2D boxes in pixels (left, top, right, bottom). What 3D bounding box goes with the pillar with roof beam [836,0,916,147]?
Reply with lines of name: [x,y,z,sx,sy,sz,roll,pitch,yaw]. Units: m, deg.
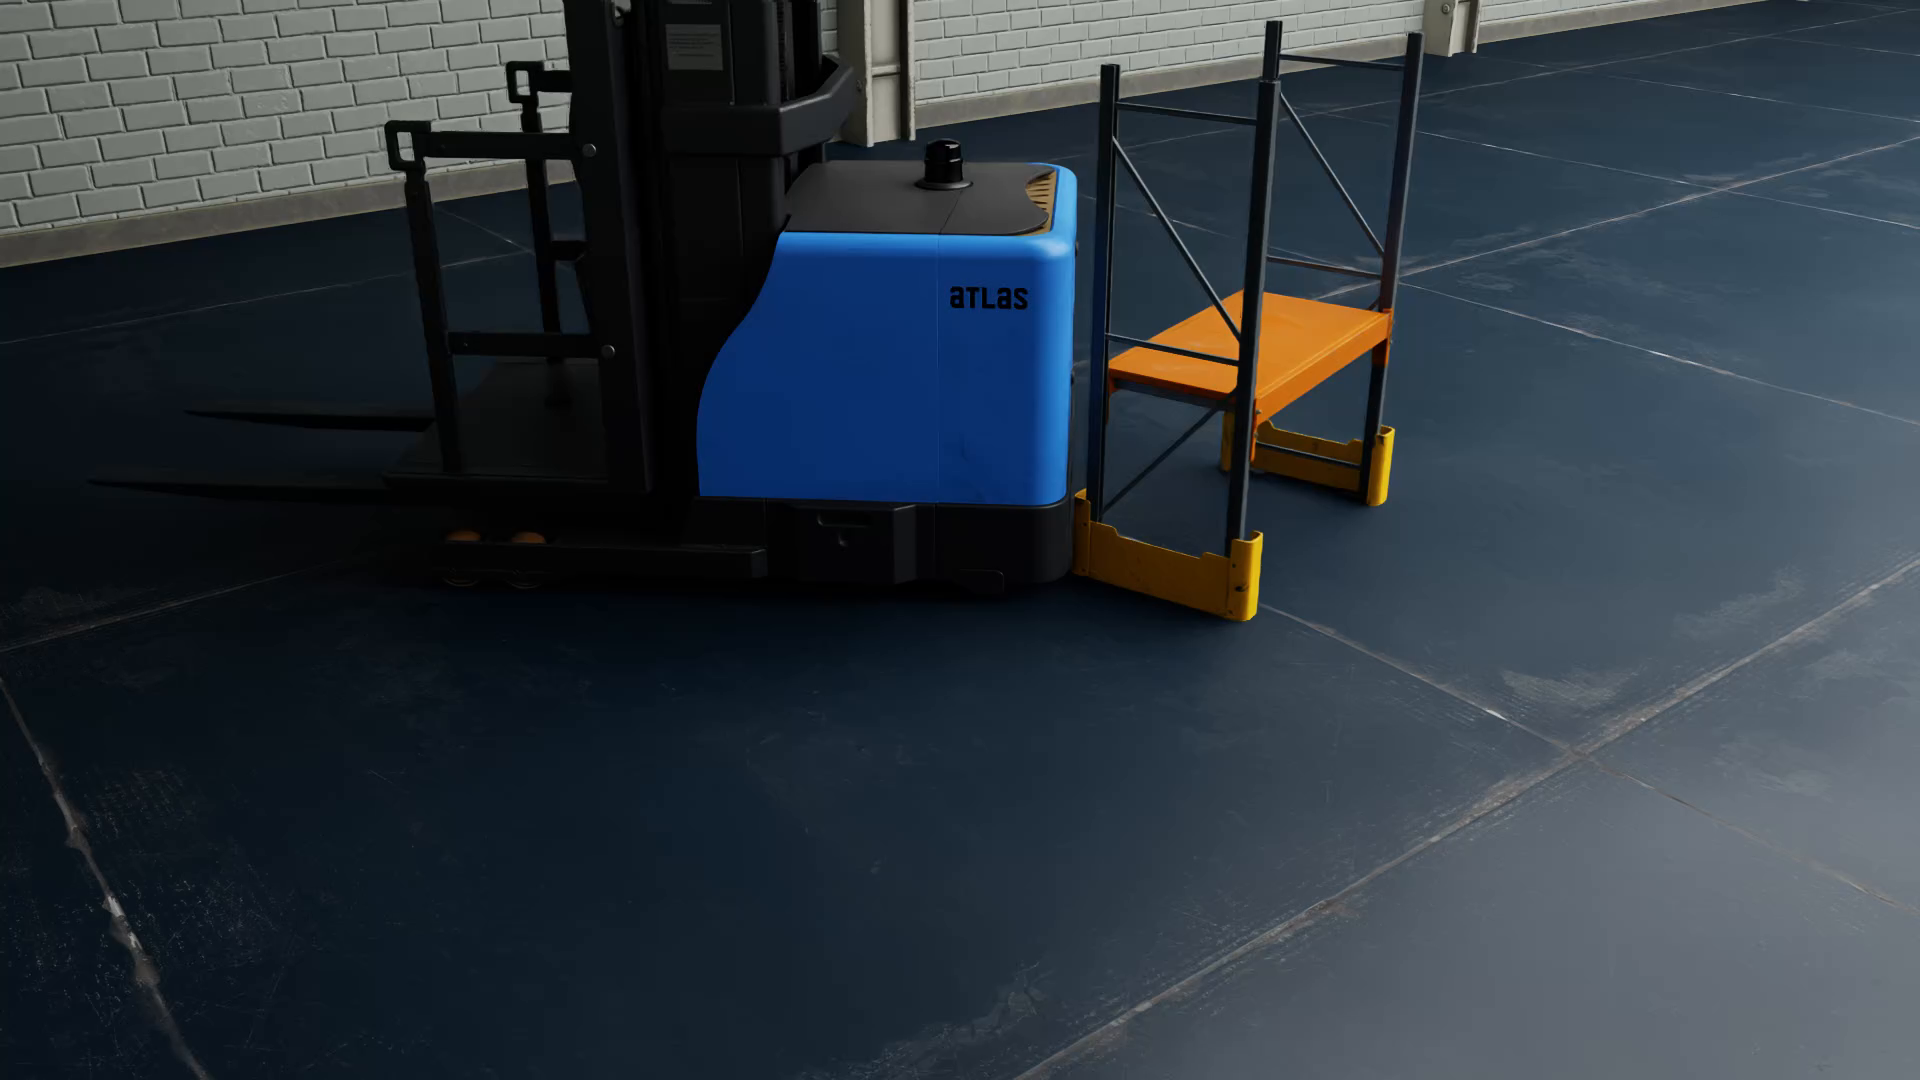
pillar with roof beam: [2.119,-5.284,5.945,0.400,9.000,9.100,-18,31,-34]

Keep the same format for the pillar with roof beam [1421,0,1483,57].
pillar with roof beam: [6.840,-6.842,9.304,0.400,9.000,9.100,-18,31,-34]

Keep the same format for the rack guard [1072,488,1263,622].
rack guard: [0.597,0.039,4.870,0.587,0.250,0.087,16,29,31]

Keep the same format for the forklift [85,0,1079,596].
forklift: [-1.161,-1.403,4.791,3.031,2.935,1.130,2,25,4]

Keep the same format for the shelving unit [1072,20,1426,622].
shelving unit: [0.880,-0.701,4.978,0.587,1.500,1.083,16,29,31]

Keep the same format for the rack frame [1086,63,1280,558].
rack frame: [0.586,-0.521,4.592,0.500,1.500,0.032,16,29,31]

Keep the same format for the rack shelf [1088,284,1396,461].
rack shelf: [0.875,-0.535,5.047,0.538,0.185,1.000,16,29,31]

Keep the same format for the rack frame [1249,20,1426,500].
rack frame: [1.163,-0.874,5.351,0.500,1.500,0.032,16,29,31]

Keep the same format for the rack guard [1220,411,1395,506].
rack guard: [1.163,-0.306,5.613,0.587,0.250,0.087,16,29,31]
